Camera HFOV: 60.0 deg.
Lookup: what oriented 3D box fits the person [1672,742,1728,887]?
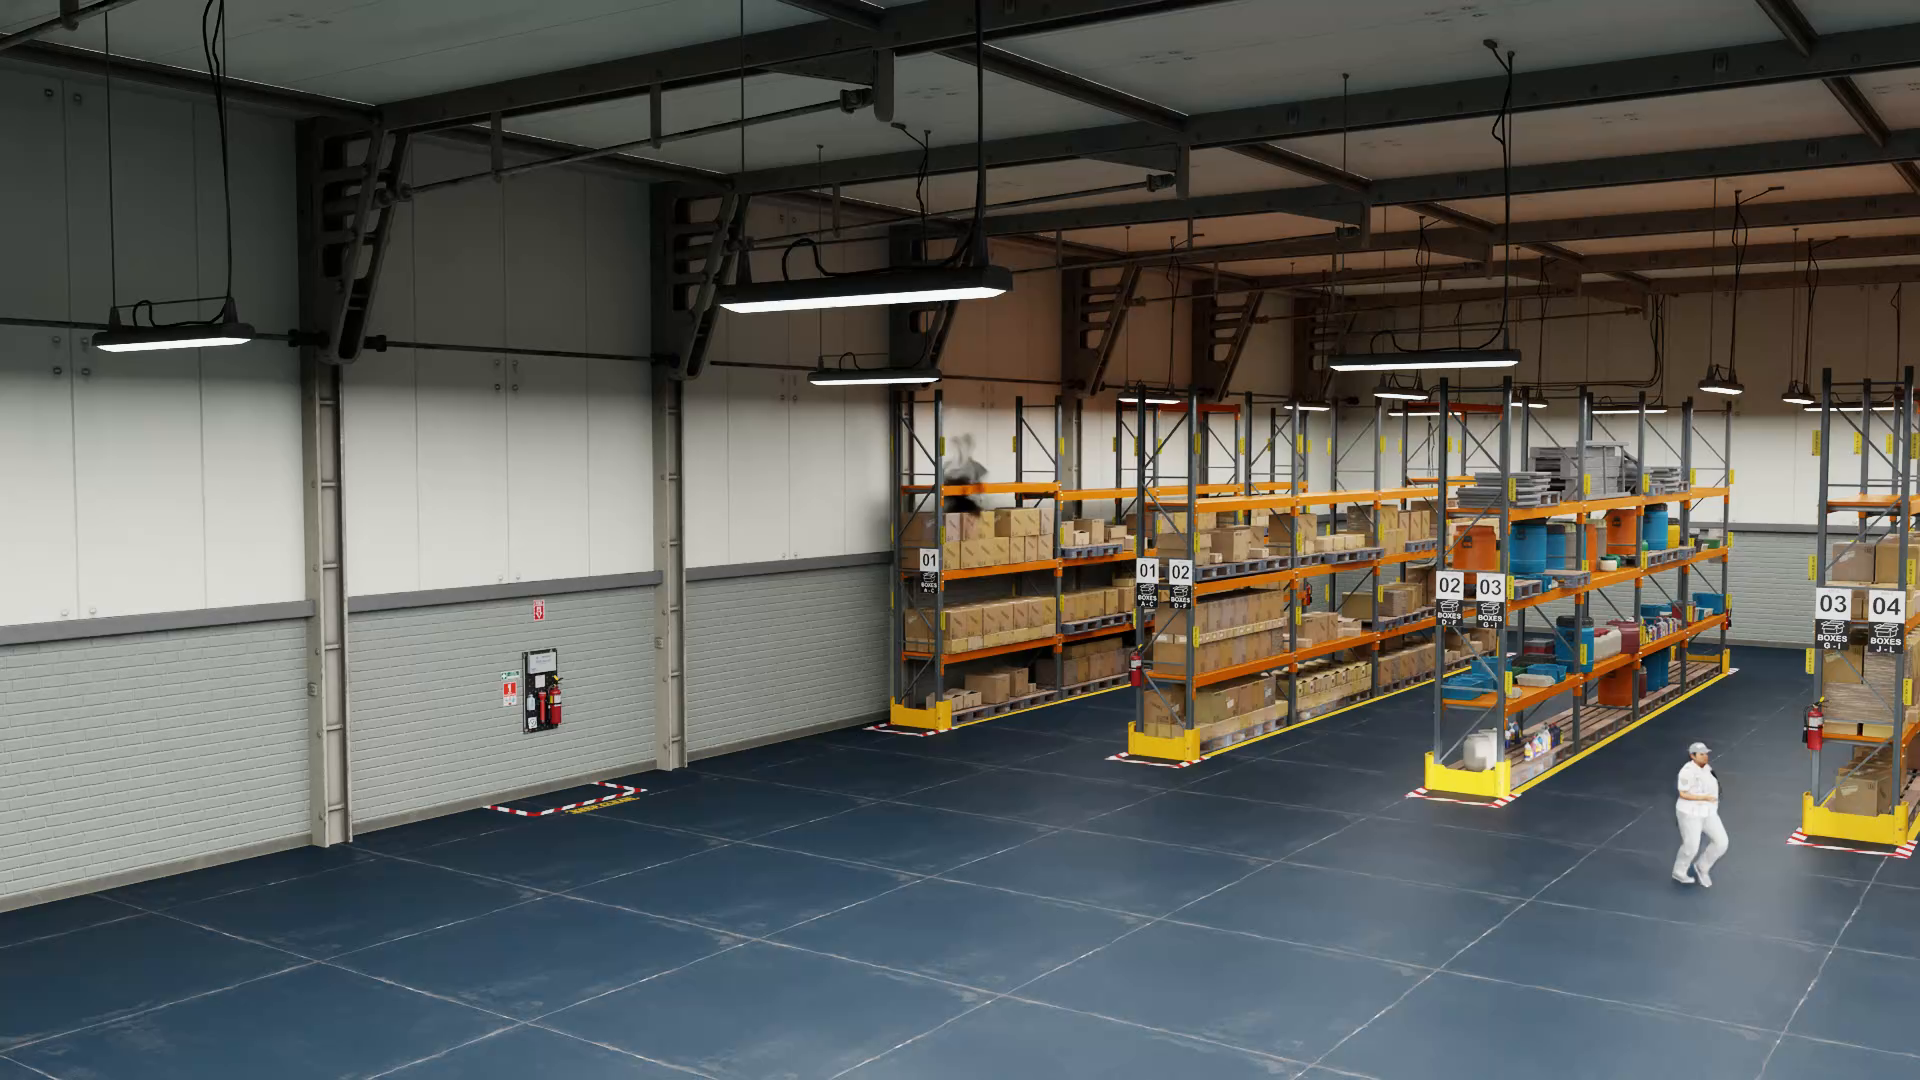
[{"bbox_3d":[8.399,3.127,18.842,0.571,1.651,0.665,-1,3,-21],"label":"person"}]
